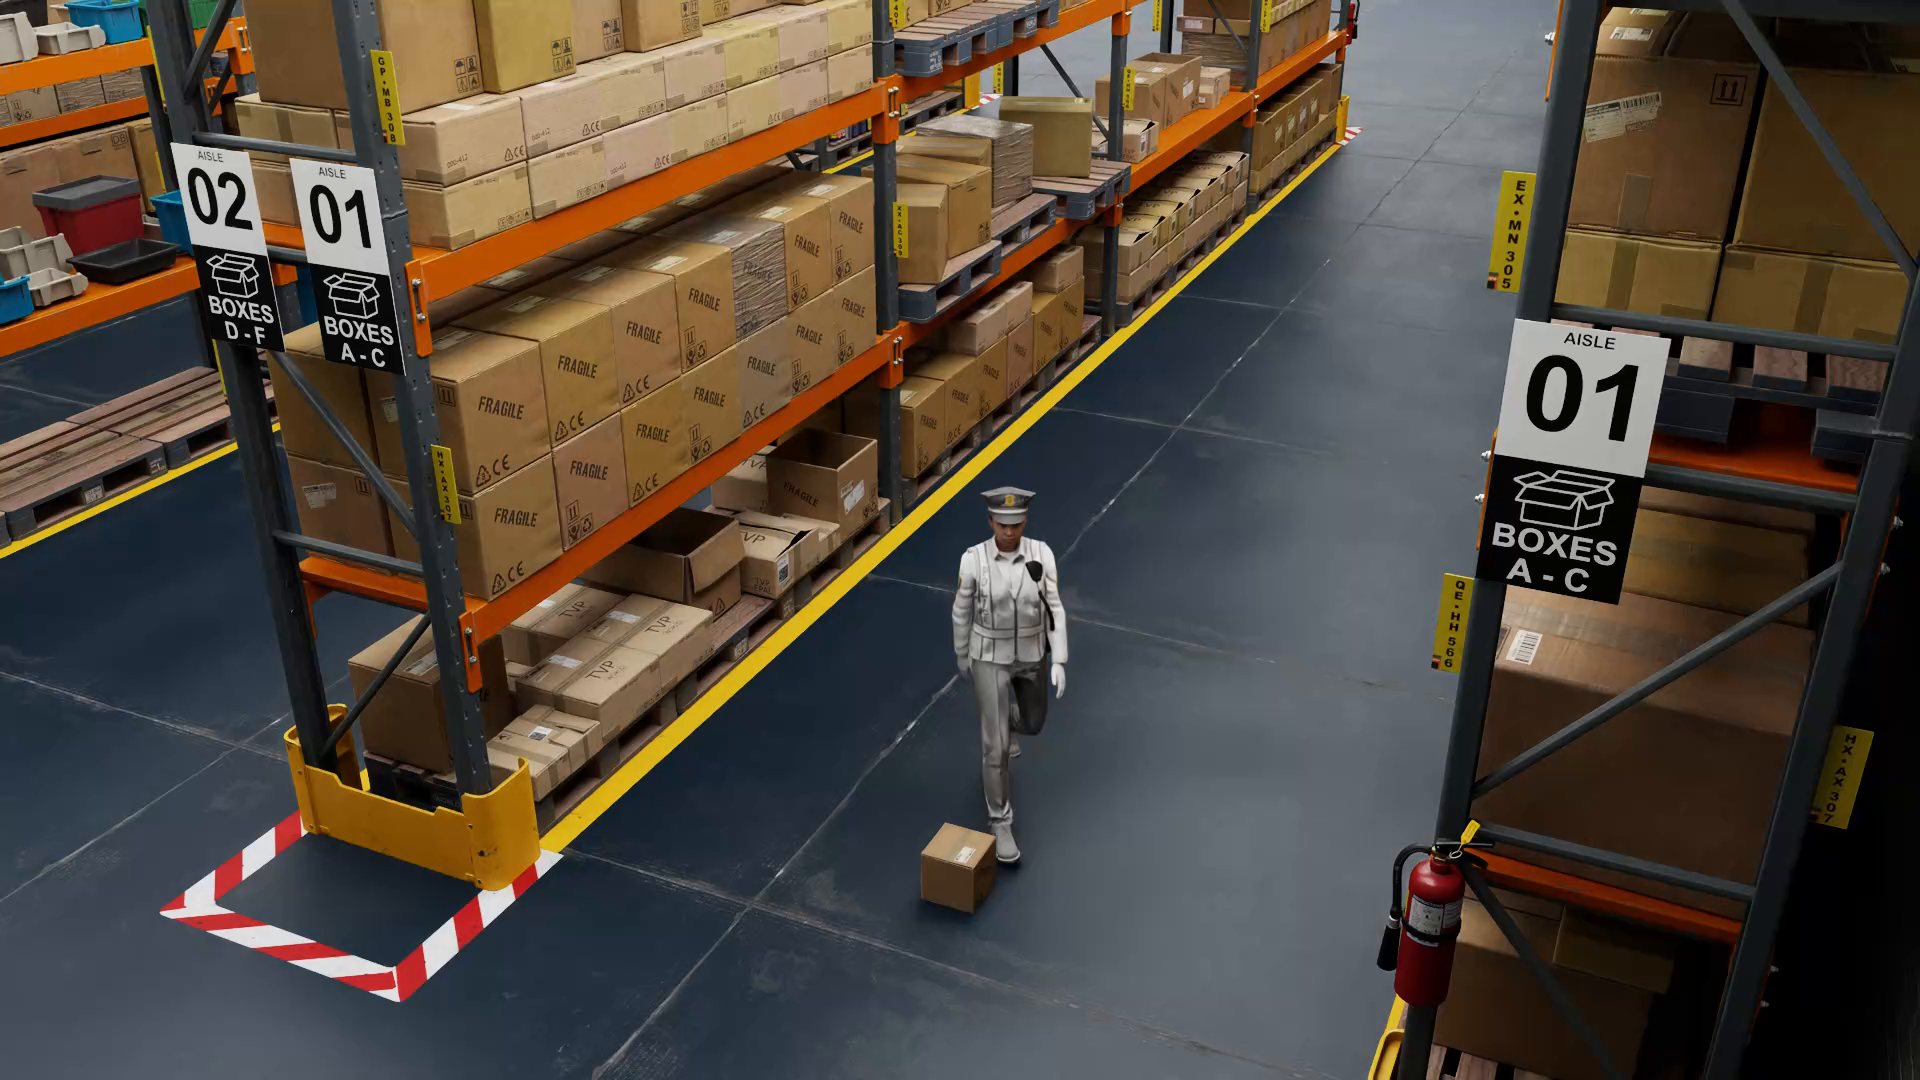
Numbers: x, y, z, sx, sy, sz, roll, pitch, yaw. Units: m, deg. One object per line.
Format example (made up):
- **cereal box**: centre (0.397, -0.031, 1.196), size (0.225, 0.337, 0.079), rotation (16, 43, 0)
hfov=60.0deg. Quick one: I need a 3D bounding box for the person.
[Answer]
- **person**: centre (0.235, 0.523, 7.541), size (0.486, 1.635, 0.939), rotation (-6, 27, -13)
